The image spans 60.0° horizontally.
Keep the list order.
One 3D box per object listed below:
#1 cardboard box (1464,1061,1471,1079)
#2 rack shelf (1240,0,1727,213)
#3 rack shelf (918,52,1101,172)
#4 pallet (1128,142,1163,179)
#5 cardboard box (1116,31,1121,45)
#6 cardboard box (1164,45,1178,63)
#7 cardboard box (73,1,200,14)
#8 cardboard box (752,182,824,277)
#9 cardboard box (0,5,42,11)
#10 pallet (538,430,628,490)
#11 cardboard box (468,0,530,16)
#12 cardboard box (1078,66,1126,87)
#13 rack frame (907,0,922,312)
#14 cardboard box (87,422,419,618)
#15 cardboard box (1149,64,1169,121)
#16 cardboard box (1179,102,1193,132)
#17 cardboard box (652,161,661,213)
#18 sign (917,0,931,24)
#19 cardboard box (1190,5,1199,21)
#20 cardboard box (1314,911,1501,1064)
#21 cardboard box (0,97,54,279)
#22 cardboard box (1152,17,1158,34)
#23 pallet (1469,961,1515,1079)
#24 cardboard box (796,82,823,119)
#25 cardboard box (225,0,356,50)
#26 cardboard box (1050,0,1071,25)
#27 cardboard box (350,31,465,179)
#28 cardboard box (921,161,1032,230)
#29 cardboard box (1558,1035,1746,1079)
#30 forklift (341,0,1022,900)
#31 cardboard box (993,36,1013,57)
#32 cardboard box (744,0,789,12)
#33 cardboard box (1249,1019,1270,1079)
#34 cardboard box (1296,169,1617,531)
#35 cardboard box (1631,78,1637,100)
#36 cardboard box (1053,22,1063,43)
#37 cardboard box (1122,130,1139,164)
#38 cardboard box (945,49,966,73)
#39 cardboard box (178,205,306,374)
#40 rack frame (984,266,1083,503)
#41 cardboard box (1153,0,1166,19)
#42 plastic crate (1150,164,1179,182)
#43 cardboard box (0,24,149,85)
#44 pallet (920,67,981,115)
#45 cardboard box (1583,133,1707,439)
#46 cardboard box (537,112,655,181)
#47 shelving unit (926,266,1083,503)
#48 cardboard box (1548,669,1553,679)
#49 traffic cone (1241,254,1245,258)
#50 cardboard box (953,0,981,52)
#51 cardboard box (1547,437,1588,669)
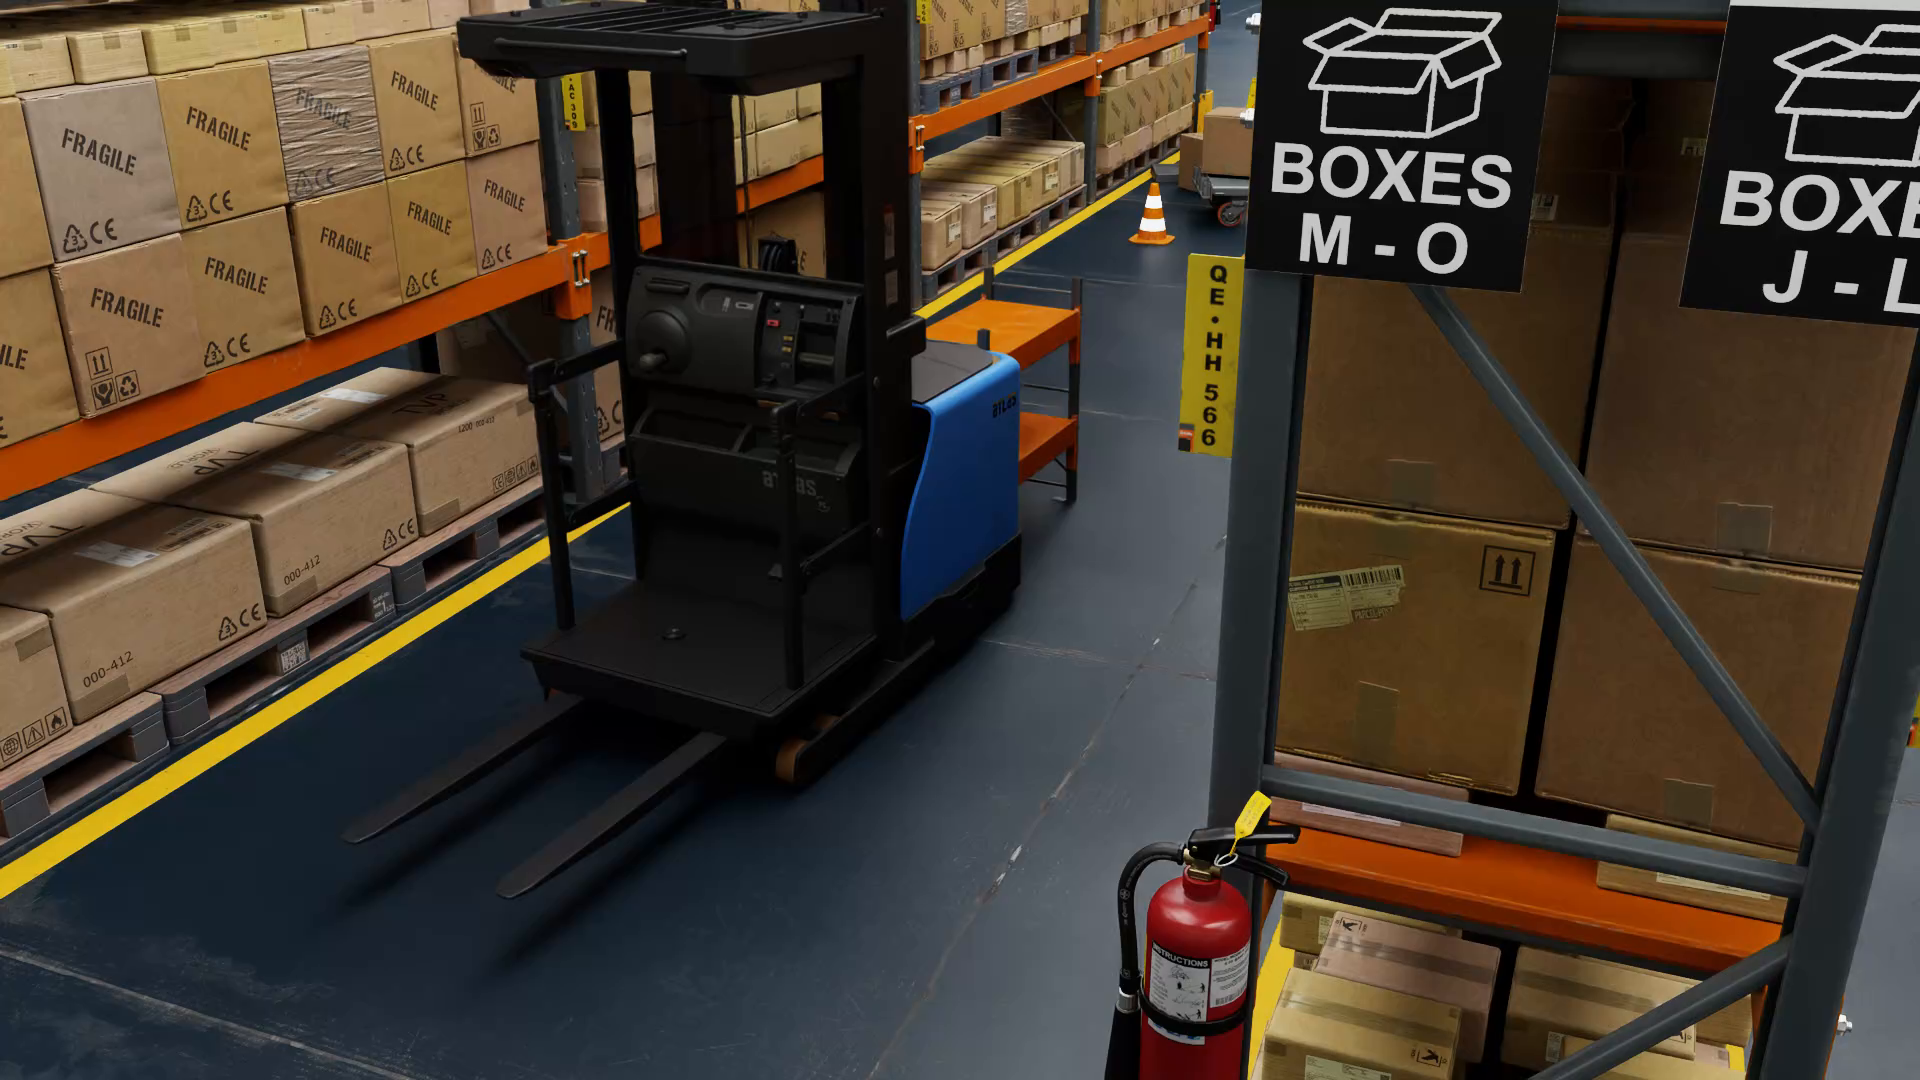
[{"bbox_3d":[1.093,1.192,4.158,0.380,0.149,0.250,9,24,20],"label":"cardboard box"},{"bbox_3d":[1.654,-1.290,3.989,1.077,0.370,4.000,9,24,20],"label":"rack shelf"},{"bbox_3d":[-0.008,-3.441,13.031,1.077,0.370,4.000,9,24,20],"label":"rack shelf"},{"bbox_3d":[1.403,-3.886,16.779,1.003,0.211,1.213,9,24,20],"label":"pallet"},{"bbox_3d":[1.266,-4.637,15.286,0.380,0.149,0.250,9,24,20],"label":"cardboard box"},{"bbox_3d":[1.995,-4.936,16.884,0.380,0.149,0.250,9,24,21],"label":"cardboard box"},{"bbox_3d":[-3.023,-1.893,6.122,0.380,0.149,0.250,9,24,20],"label":"cardboard box"},{"bbox_3d":[-1.420,-1.717,10.181,0.875,0.875,0.875,9,24,21],"label":"cardboard box"},{"bbox_3d":[-5.975,-3.183,10.803,0.700,0.500,0.500,9,24,20],"label":"cardboard box"},{"bbox_3d":[-2.020,-0.627,8.976,1.003,0.211,1.213,9,24,20],"label":"pallet"},{"bbox_3d":[-2.055,-2.277,7.042,0.380,0.149,0.250,8,24,19],"label":"cardboard box"},{"bbox_3d":[1.307,-4.268,15.284,0.380,0.149,0.250,9,24,21],"label":"cardboard box"},{"bbox_3d":[-0.751,-3.058,11.179,1.000,3.000,0.127,9,24,20],"label":"rack frame"},{"bbox_3d":[-2.901,-0.108,6.896,0.875,0.438,0.875,8,24,18],"label":"cardboard box"},{"bbox_3d":[1.781,-4.501,16.683,0.500,0.500,0.500,8,24,19],"label":"cardboard box"},{"bbox_3d":[2.161,-4.509,17.676,0.500,0.250,0.500,9,24,20],"label":"cardboard box"},{"bbox_3d":[-1.637,-1.862,8.511,0.500,0.250,0.500,8,24,19],"label":"cardboard box"},{"bbox_3d":[-0.234,-3.514,10.768,0.100,0.325,0.005,9,24,20],"label":"sign"},{"bbox_3d":[2.289,-5.534,17.432,0.380,0.149,0.250,8,24,19],"label":"cardboard box"},{"bbox_3d":[1.019,1.017,3.805,0.380,0.149,0.250,9,24,21],"label":"cardboard box"},{"bbox_3d":[-3.094,-1.019,4.871,0.500,0.500,0.500,8,24,19],"label":"cardboard box"},{"bbox_3d":[1.701,-4.991,16.132,0.380,0.149,0.250,9,24,20],"label":"cardboard box"},{"bbox_3d":[1.274,1.451,4.001,1.003,0.211,1.213,9,24,20],"label":"pallet"},{"bbox_3d":[-1.053,-2.639,9.723,0.500,0.250,0.500,8,24,19],"label":"cardboard box"},{"bbox_3d":[-2.493,-1.923,6.193,0.380,0.149,0.250,9,24,20],"label":"cardboard box"},{"bbox_3d":[0.593,-4.491,13.548,0.500,0.500,0.500,9,24,20],"label":"cardboard box"},{"bbox_3d":[-2.351,-1.745,6.609,0.500,0.500,0.500,8,24,19],"label":"cardboard box"},{"bbox_3d":[0.022,-2.775,13.367,0.950,0.372,0.625,10,25,22],"label":"cardboard box"},{"bbox_3d":[1.421,1.186,3.401,0.380,0.149,0.250,8,24,18],"label":"cardboard box"},{"bbox_3d":[-0.871,-0.703,5.630,1.130,2.935,3.031,11,25,25],"label":"forklift"},{"bbox_3d":[0.188,-3.797,12.729,0.380,0.149,0.250,10,25,22],"label":"cardboard box"},{"bbox_3d":[-1.268,-2.801,9.137,0.500,0.500,0.500,8,24,19],"label":"cardboard box"},{"bbox_3d":[0.842,1.232,3.676,0.380,0.149,0.250,8,24,19],"label":"cardboard box"},{"bbox_3d":[0.850,-0.366,2.923,0.500,0.500,0.500,8,24,19],"label":"cardboard box"},{"bbox_3d":[1.609,-1.108,4.699,0.500,0.500,0.500,9,24,21],"label":"cardboard box"},{"bbox_3d":[0.623,-4.154,13.584,0.380,0.149,0.250,8,24,19],"label":"cardboard box"},{"bbox_3d":[1.393,-3.779,15.929,0.500,0.250,0.500,10,25,23],"label":"cardboard box"},{"bbox_3d":[-0.177,-3.413,11.810,0.380,0.149,0.250,7,24,17],"label":"cardboard box"},{"bbox_3d":[-2.739,-0.918,5.926,0.500,0.500,0.500,10,25,22],"label":"cardboard box"},{"bbox_3d":[0.344,-0.747,8.080,0.500,1.125,0.032,11,25,24],"label":"rack frame"},{"bbox_3d":[1.690,-5.335,16.114,0.500,0.500,0.500,9,24,21],"label":"cardboard box"},{"bbox_3d":[2.080,-3.586,16.232,0.402,0.080,0.583,1,23,2],"label":"plastic crate"},{"bbox_3d":[-2.838,-1.551,5.303,0.380,0.149,0.250,9,24,21],"label":"cardboard box"},{"bbox_3d":[-0.585,-3.239,11.863,1.213,0.211,1.003,9,24,20],"label":"pallet"},{"bbox_3d":[1.506,-0.471,3.174,0.500,0.500,0.500,10,24,22],"label":"cardboard box"},{"bbox_3d":[-1.811,-1.905,7.965,0.500,0.250,0.500,8,24,19],"label":"cardboard box"},{"bbox_3d":[0.119,-0.572,7.659,0.538,1.125,1.048,11,25,24],"label":"shelving unit"},{"bbox_3d":[1.510,0.227,3.642,0.380,0.149,0.250,10,25,23],"label":"cardboard box"},{"bbox_3d":[2.395,-2.427,12.961,0.336,0.463,0.334,9,24,20],"label":"traffic cone"},{"bbox_3d":[-0.182,-3.750,11.776,0.500,0.500,0.500,10,25,23],"label":"cardboard box"},{"bbox_3d":[1.509,-0.022,3.395,0.500,0.500,0.500,9,24,20],"label":"cardboard box"}]
